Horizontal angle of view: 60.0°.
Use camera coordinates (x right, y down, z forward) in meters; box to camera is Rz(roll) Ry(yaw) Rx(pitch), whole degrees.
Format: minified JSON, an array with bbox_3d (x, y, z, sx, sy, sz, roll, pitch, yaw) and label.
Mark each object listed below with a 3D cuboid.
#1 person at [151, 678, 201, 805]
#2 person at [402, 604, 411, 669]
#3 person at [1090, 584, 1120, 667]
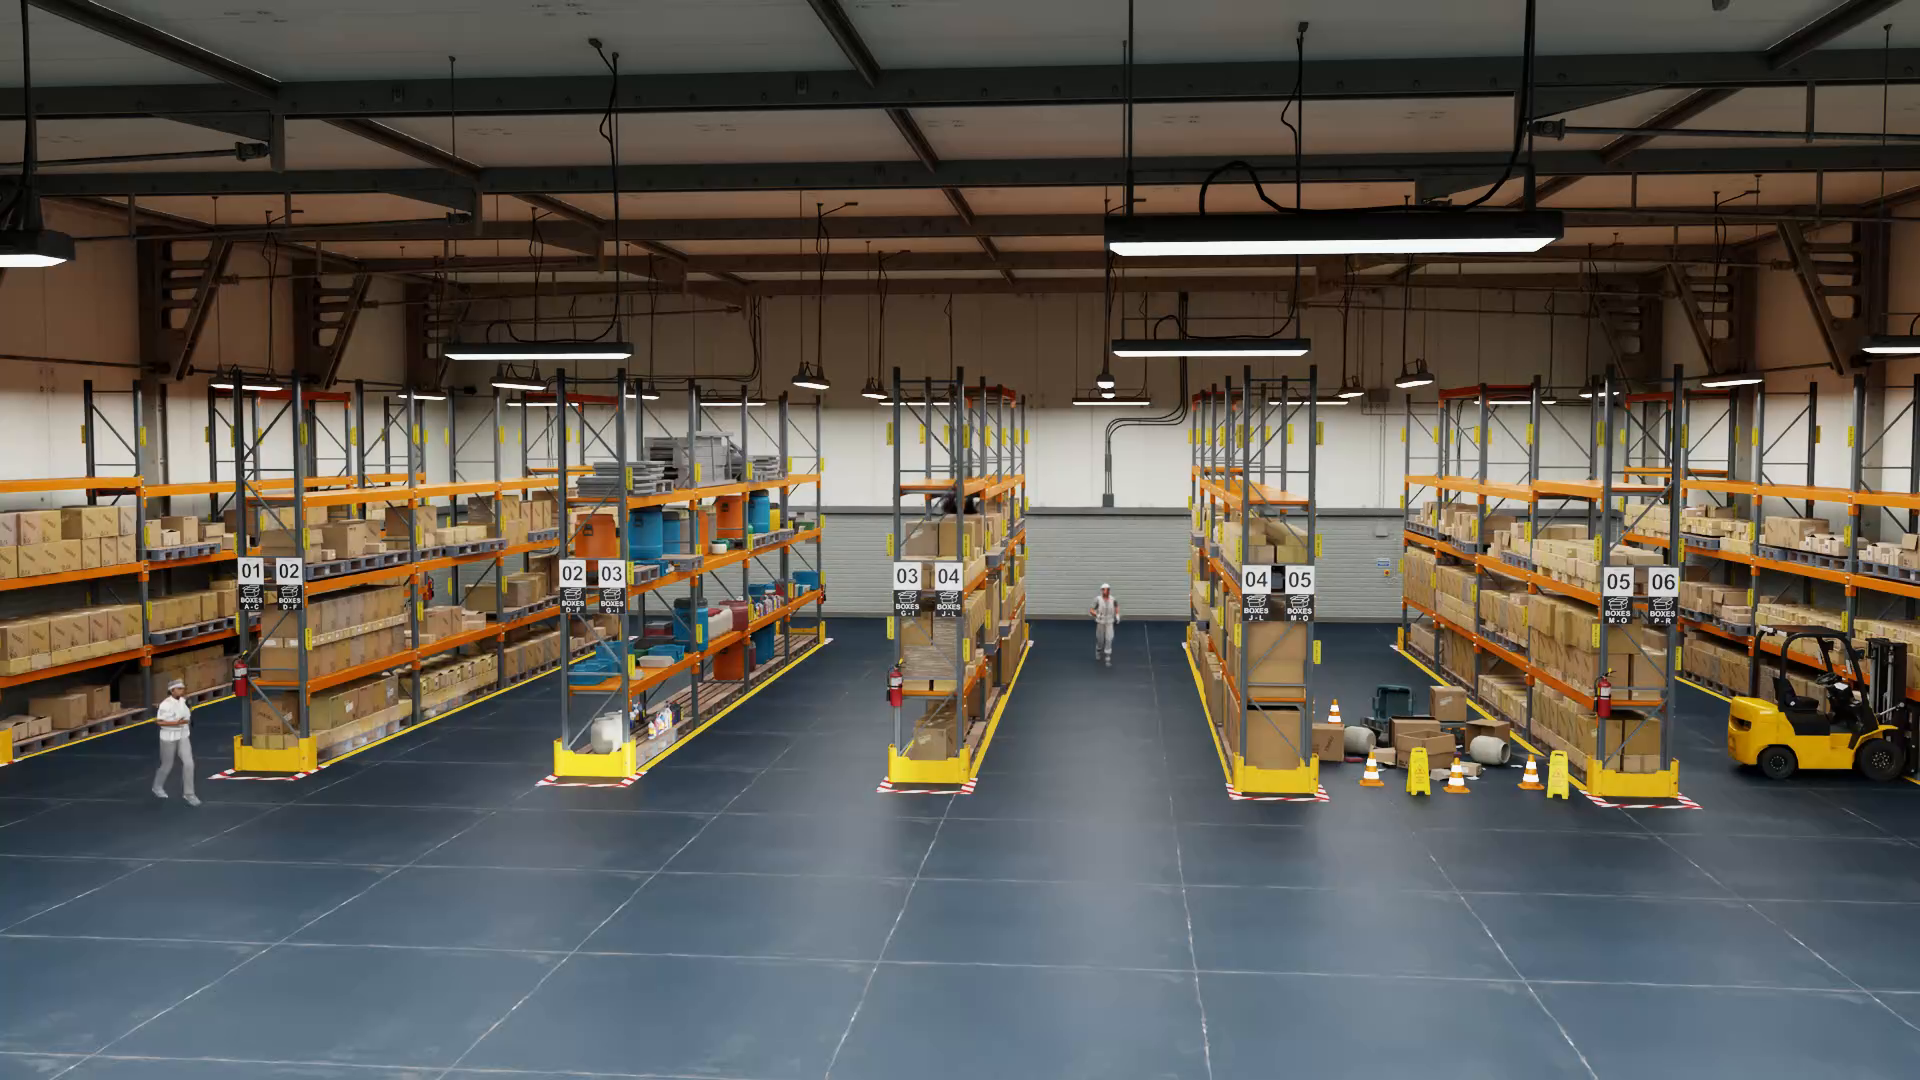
[{"bbox_3d":[-10.753,2.752,22.684,0.816,1.747,0.555,2,4,24],"label":"person"},{"bbox_3d":[-11.109,2.114,33.631,0.509,1.640,0.728,0,4,1],"label":"person"},{"bbox_3d":[3.179,1.843,36.443,0.685,1.795,0.865,0,4,-7],"label":"person"}]
